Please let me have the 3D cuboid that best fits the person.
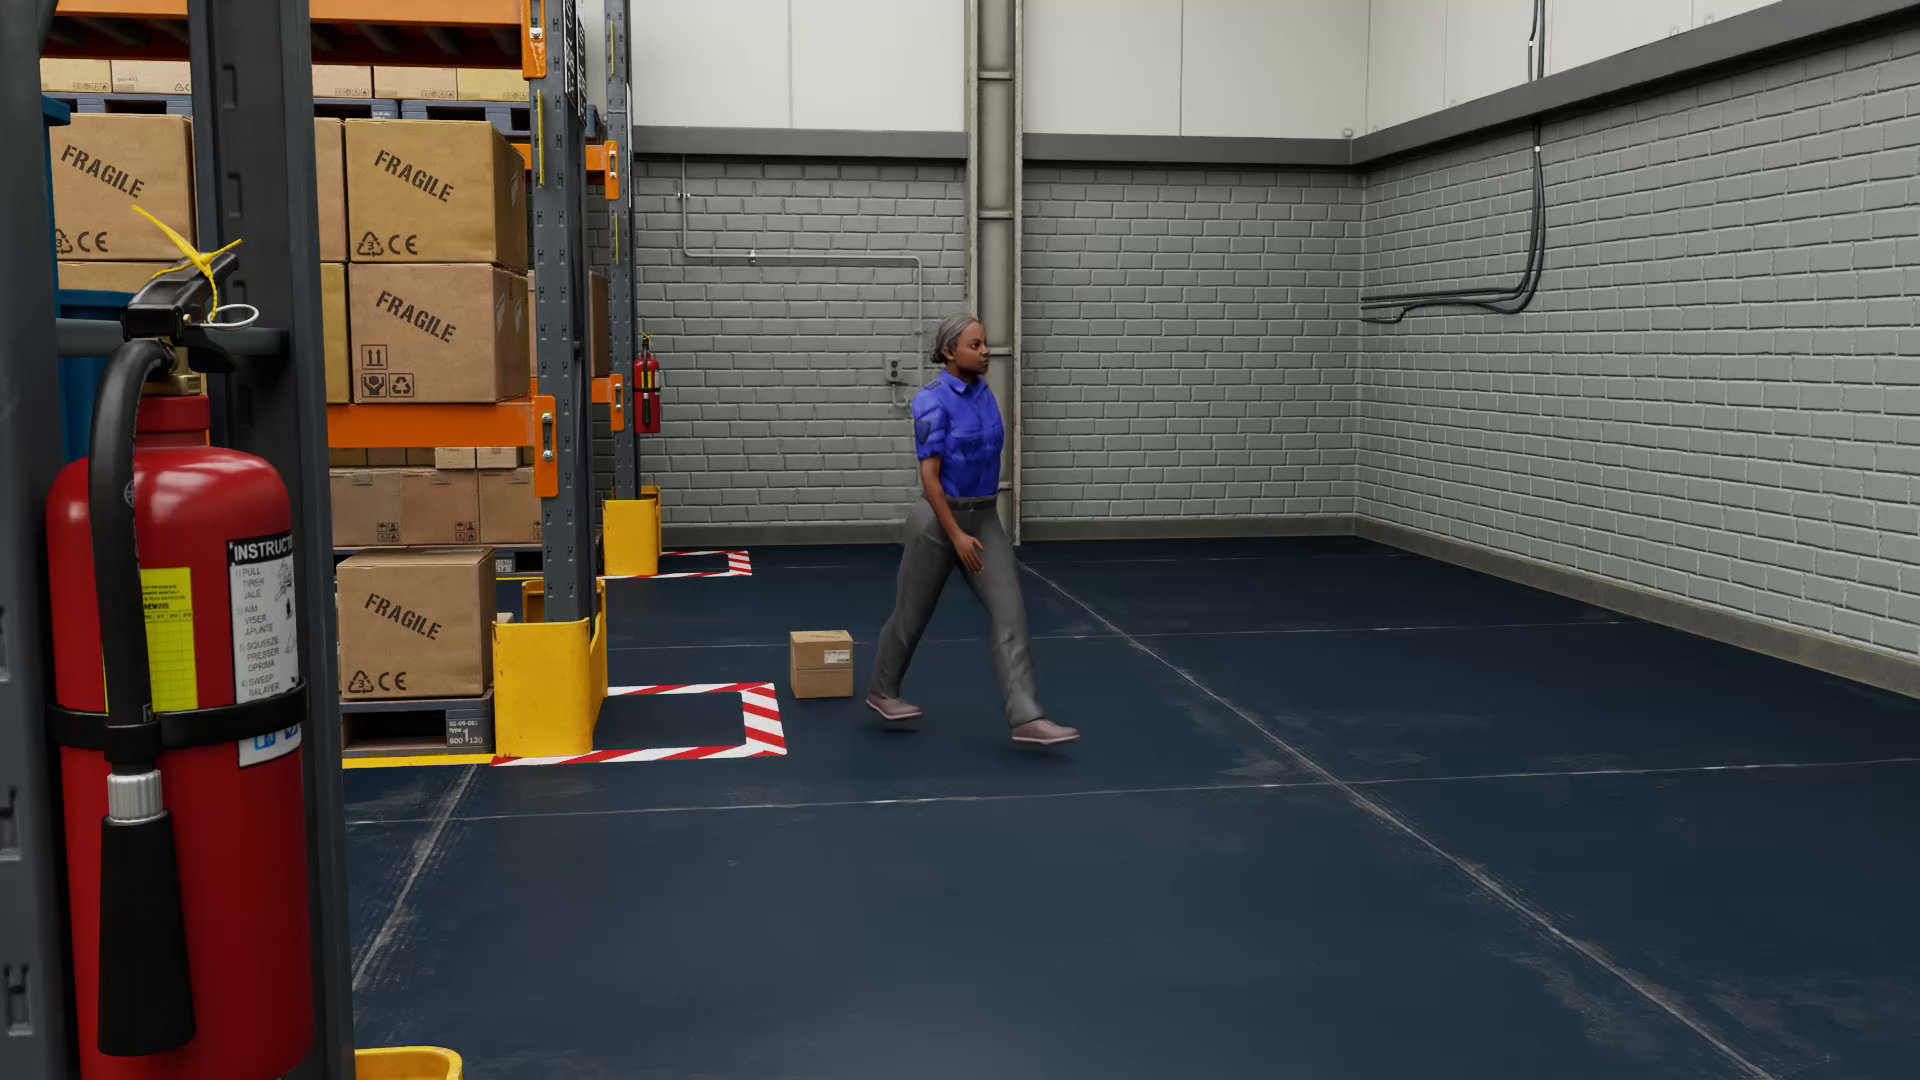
[{"bbox_3d":[0.009,-0.042,6.241,0.439,1.578,1.013,-6,9,-42],"label":"person"}]
